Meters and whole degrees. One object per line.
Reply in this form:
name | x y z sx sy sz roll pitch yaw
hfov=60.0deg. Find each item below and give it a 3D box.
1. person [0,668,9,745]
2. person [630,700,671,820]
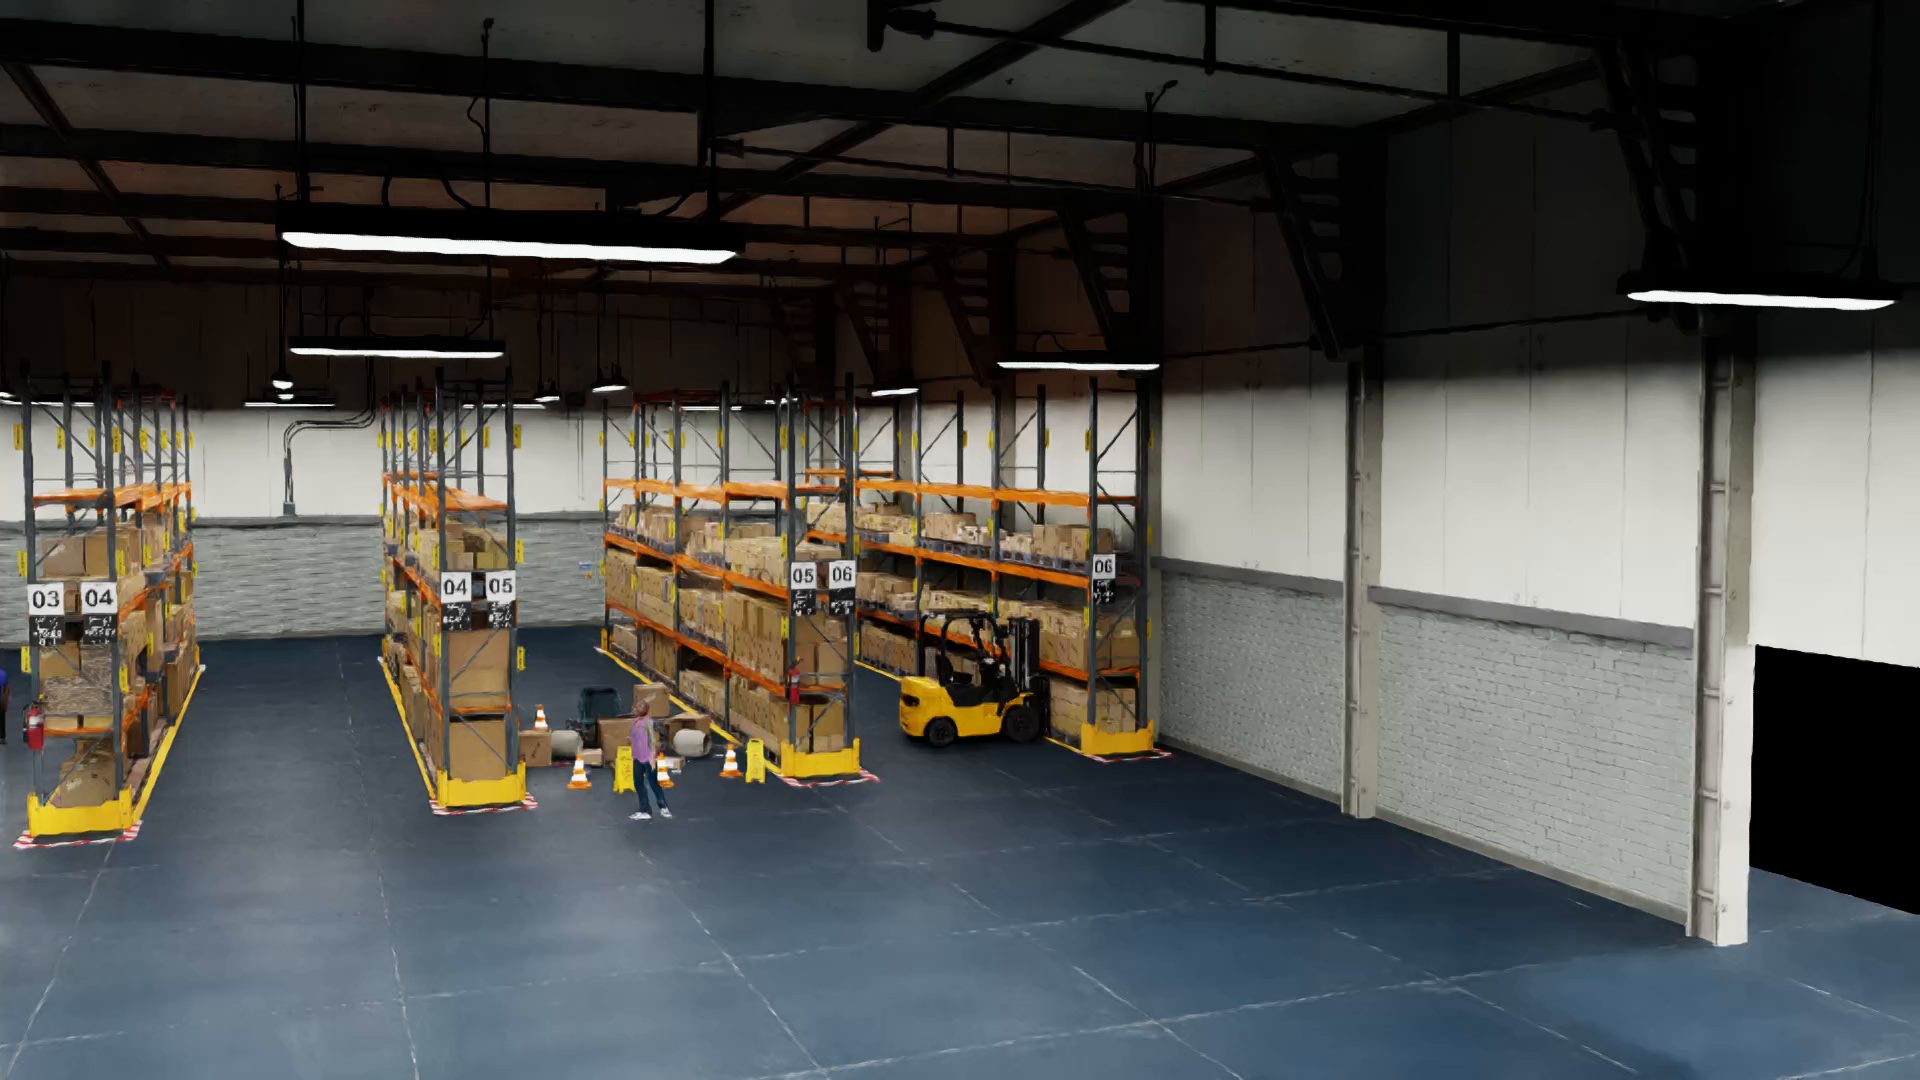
person | -15.560 2.588 26.765 0.445 1.574 1.091 -2 4 -24
person | -4.109 2.892 21.995 0.513 1.587 0.484 3 5 42
